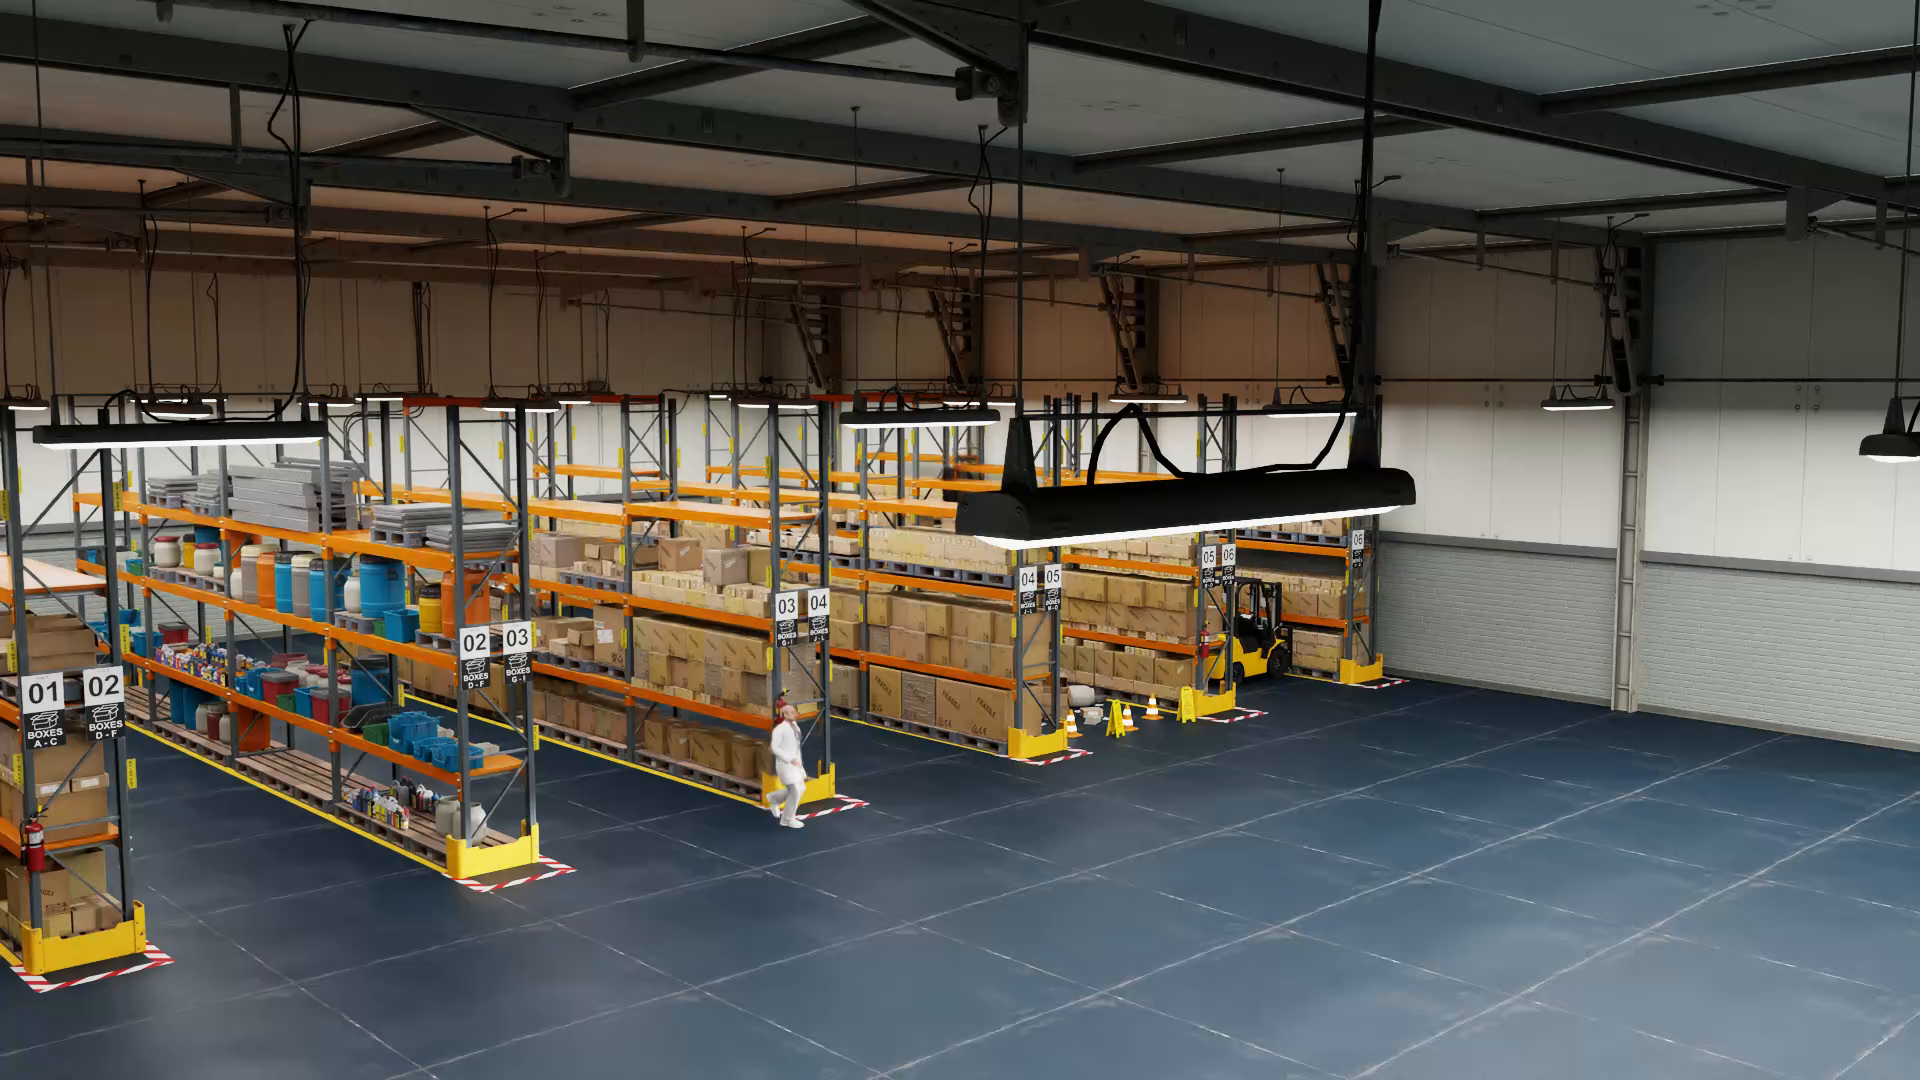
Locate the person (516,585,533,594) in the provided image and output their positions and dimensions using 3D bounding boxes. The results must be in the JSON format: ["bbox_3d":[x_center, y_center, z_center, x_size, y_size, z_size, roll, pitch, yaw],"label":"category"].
[{"bbox_3d":[-10.526,1.552,40.418,0.837,1.805,0.691,-5,7,-41],"label":"person"}]

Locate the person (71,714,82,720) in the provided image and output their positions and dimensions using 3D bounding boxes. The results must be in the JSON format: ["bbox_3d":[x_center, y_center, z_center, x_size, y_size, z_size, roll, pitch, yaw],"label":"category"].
[{"bbox_3d":[-14.381,2.936,26.673,0.882,1.645,0.586,4,7,36],"label":"person"}]

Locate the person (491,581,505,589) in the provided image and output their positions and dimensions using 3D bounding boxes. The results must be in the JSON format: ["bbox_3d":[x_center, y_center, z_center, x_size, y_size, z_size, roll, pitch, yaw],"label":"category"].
[{"bbox_3d":[-11.152,1.677,39.825,0.680,1.639,0.842,3,6,29],"label":"person"}]

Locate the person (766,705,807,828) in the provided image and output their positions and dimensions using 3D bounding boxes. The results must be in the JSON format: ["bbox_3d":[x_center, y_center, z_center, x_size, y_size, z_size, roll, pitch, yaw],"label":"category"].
[{"bbox_3d":[-2.482,3.194,23.606,0.673,1.738,0.741,2,6,20],"label":"person"}]

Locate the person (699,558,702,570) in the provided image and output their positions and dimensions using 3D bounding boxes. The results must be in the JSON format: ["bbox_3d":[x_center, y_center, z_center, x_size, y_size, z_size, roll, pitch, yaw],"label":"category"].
[{"bbox_3d":[-7.079,1.223,44.147,0.621,1.742,0.759,-1,6,-11],"label":"person"}]
